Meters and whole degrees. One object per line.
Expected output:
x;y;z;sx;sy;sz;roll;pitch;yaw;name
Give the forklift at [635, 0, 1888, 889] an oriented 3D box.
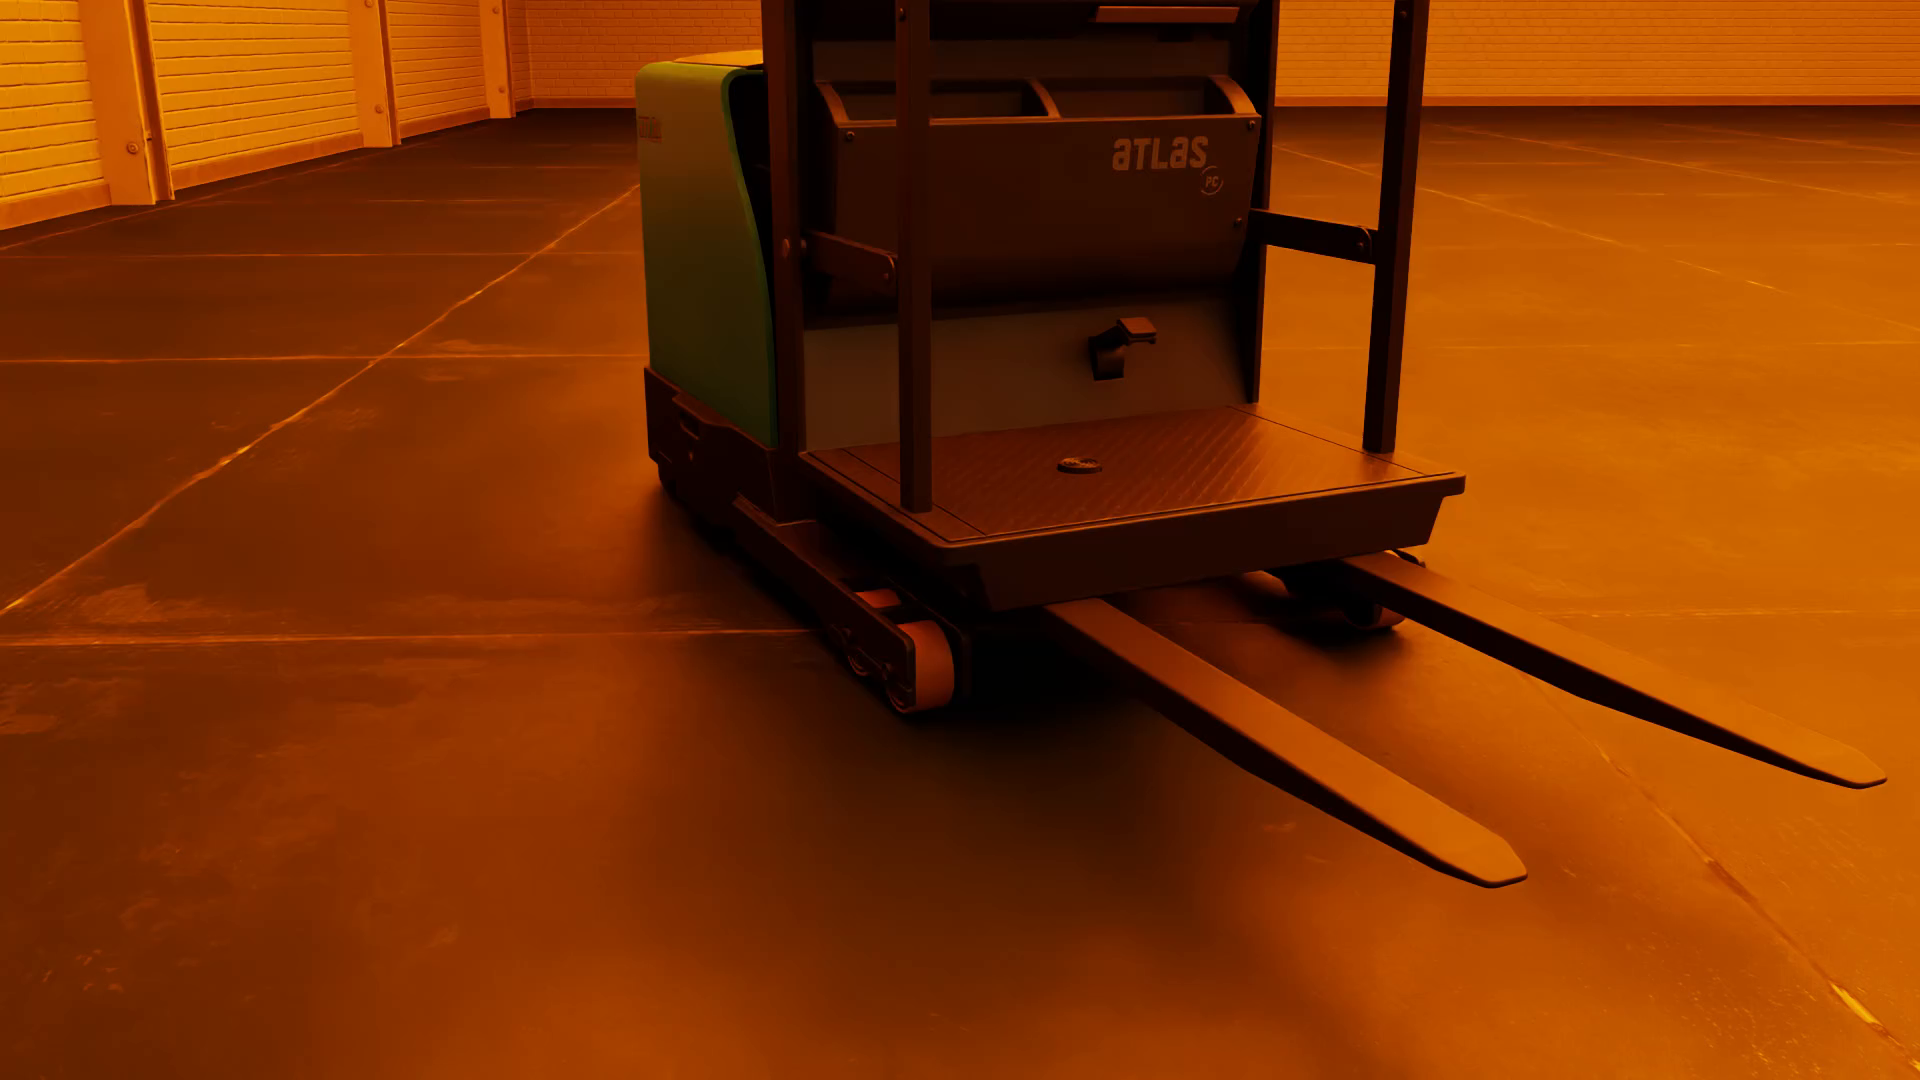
0.258;-1.240;2.962;1.130;2.935;3.031;-8;19;-24;forklift
